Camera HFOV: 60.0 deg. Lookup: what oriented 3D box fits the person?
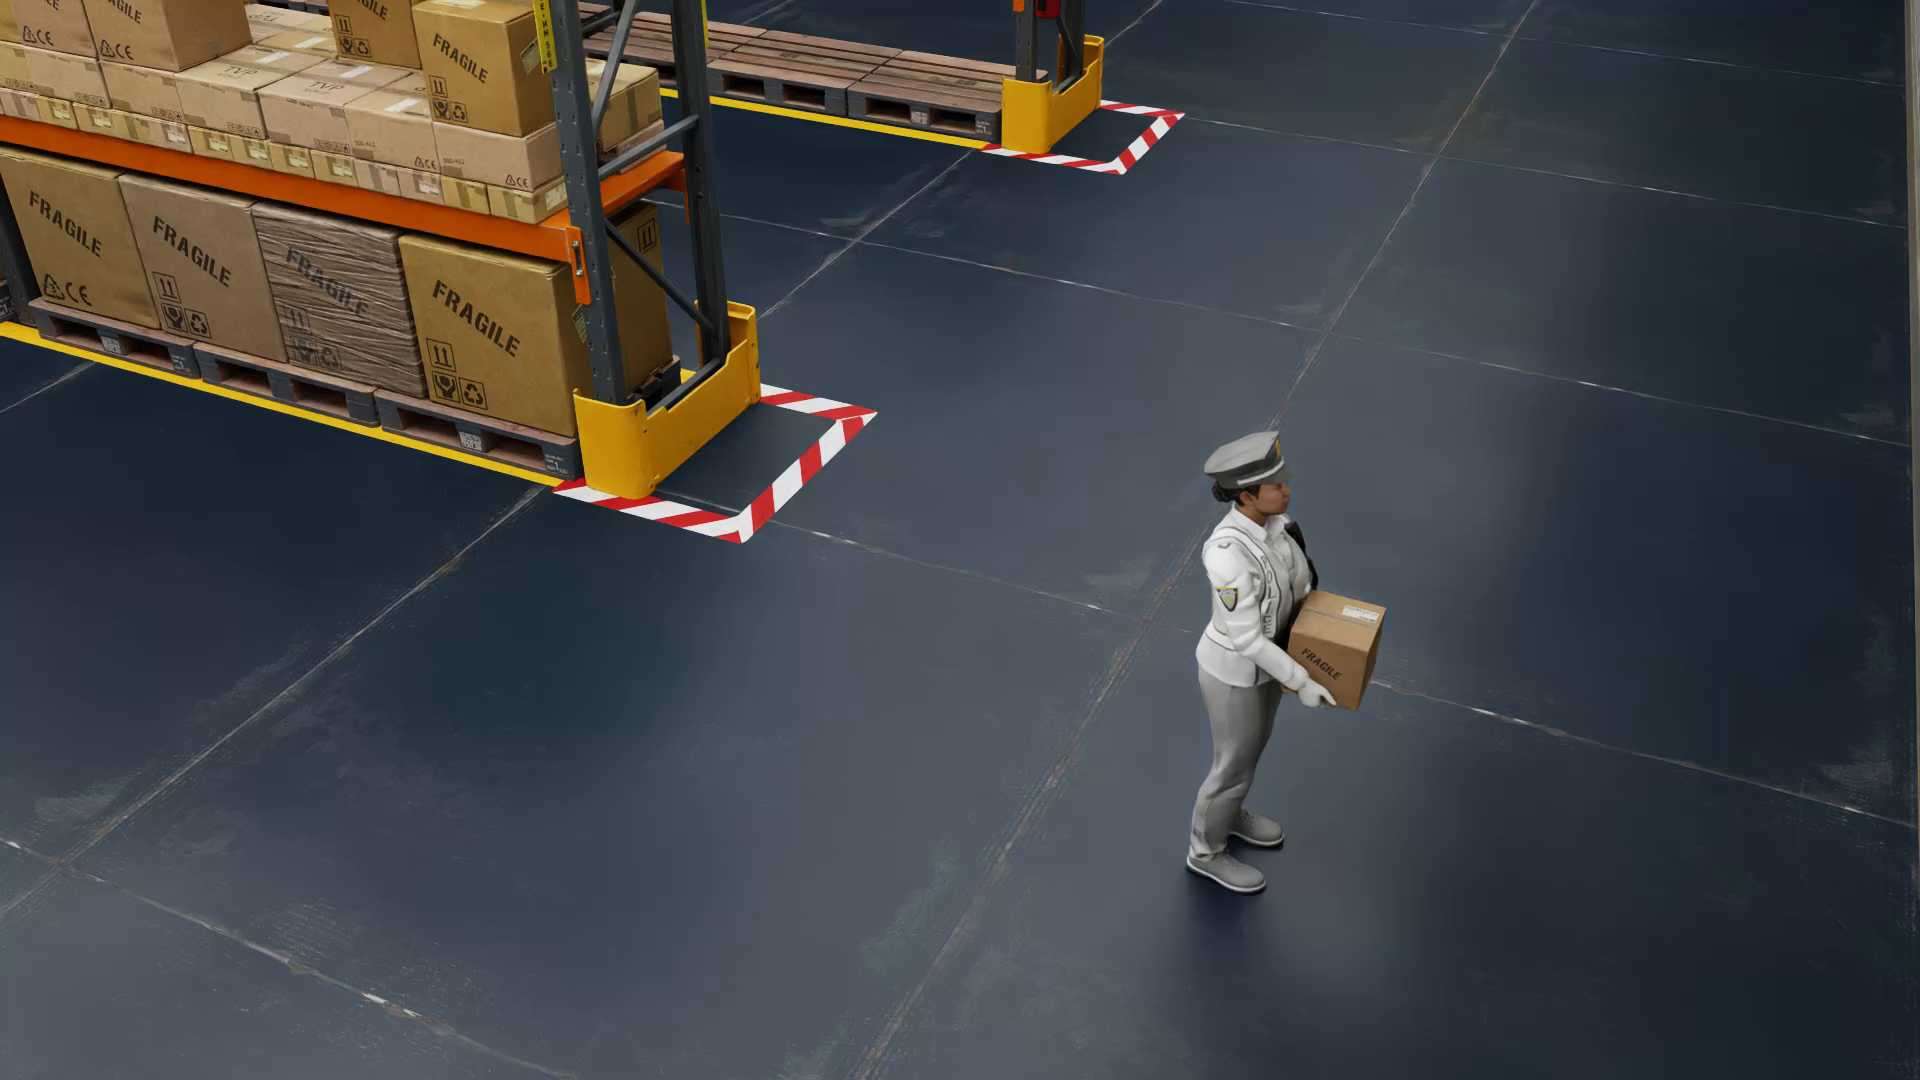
[{"bbox_3d":[1.000,0.420,5.482,0.549,1.698,0.469,22,40,29],"label":"person"}]
